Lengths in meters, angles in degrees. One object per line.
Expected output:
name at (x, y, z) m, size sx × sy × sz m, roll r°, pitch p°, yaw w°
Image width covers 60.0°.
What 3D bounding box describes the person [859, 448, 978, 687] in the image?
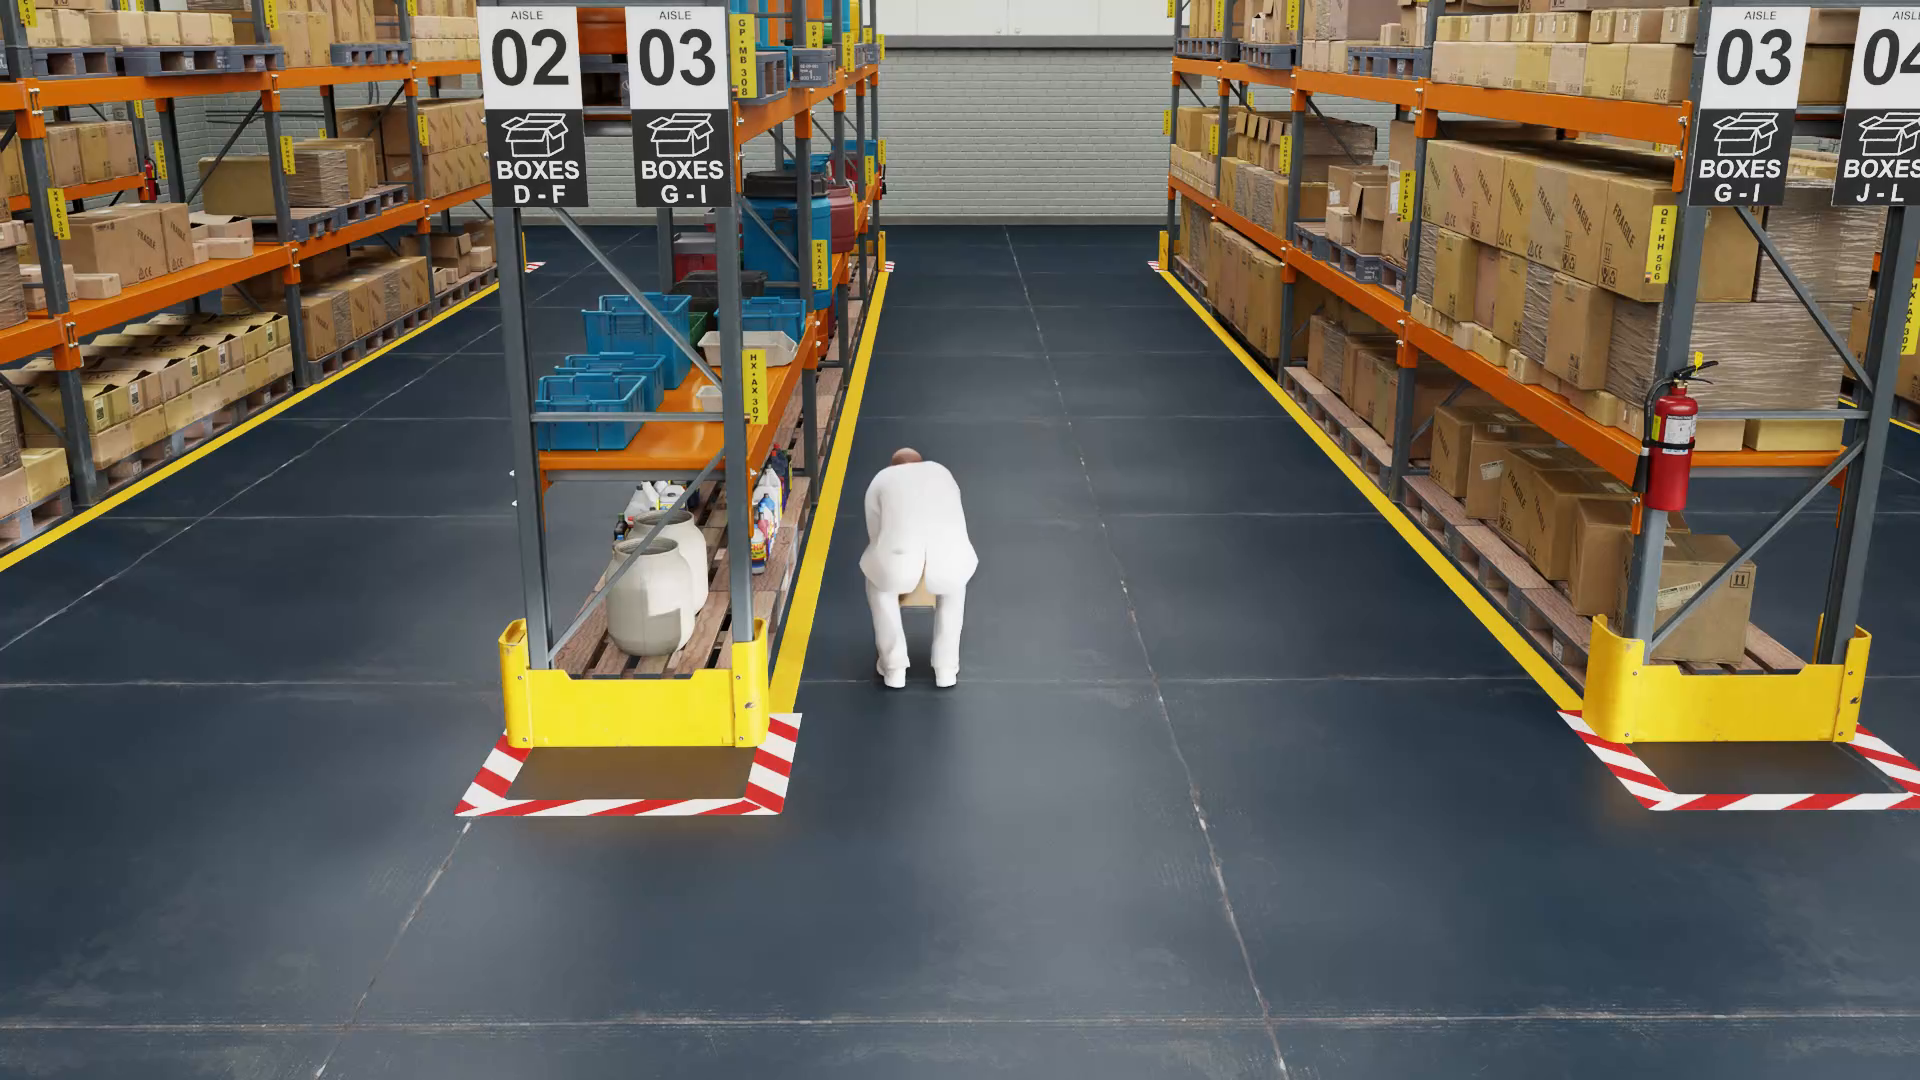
person at (-0.218, 0.143, 8.380) m, size 0.593 × 1.033 × 0.942 m, roll -2°, pitch 17°, yaw -6°
